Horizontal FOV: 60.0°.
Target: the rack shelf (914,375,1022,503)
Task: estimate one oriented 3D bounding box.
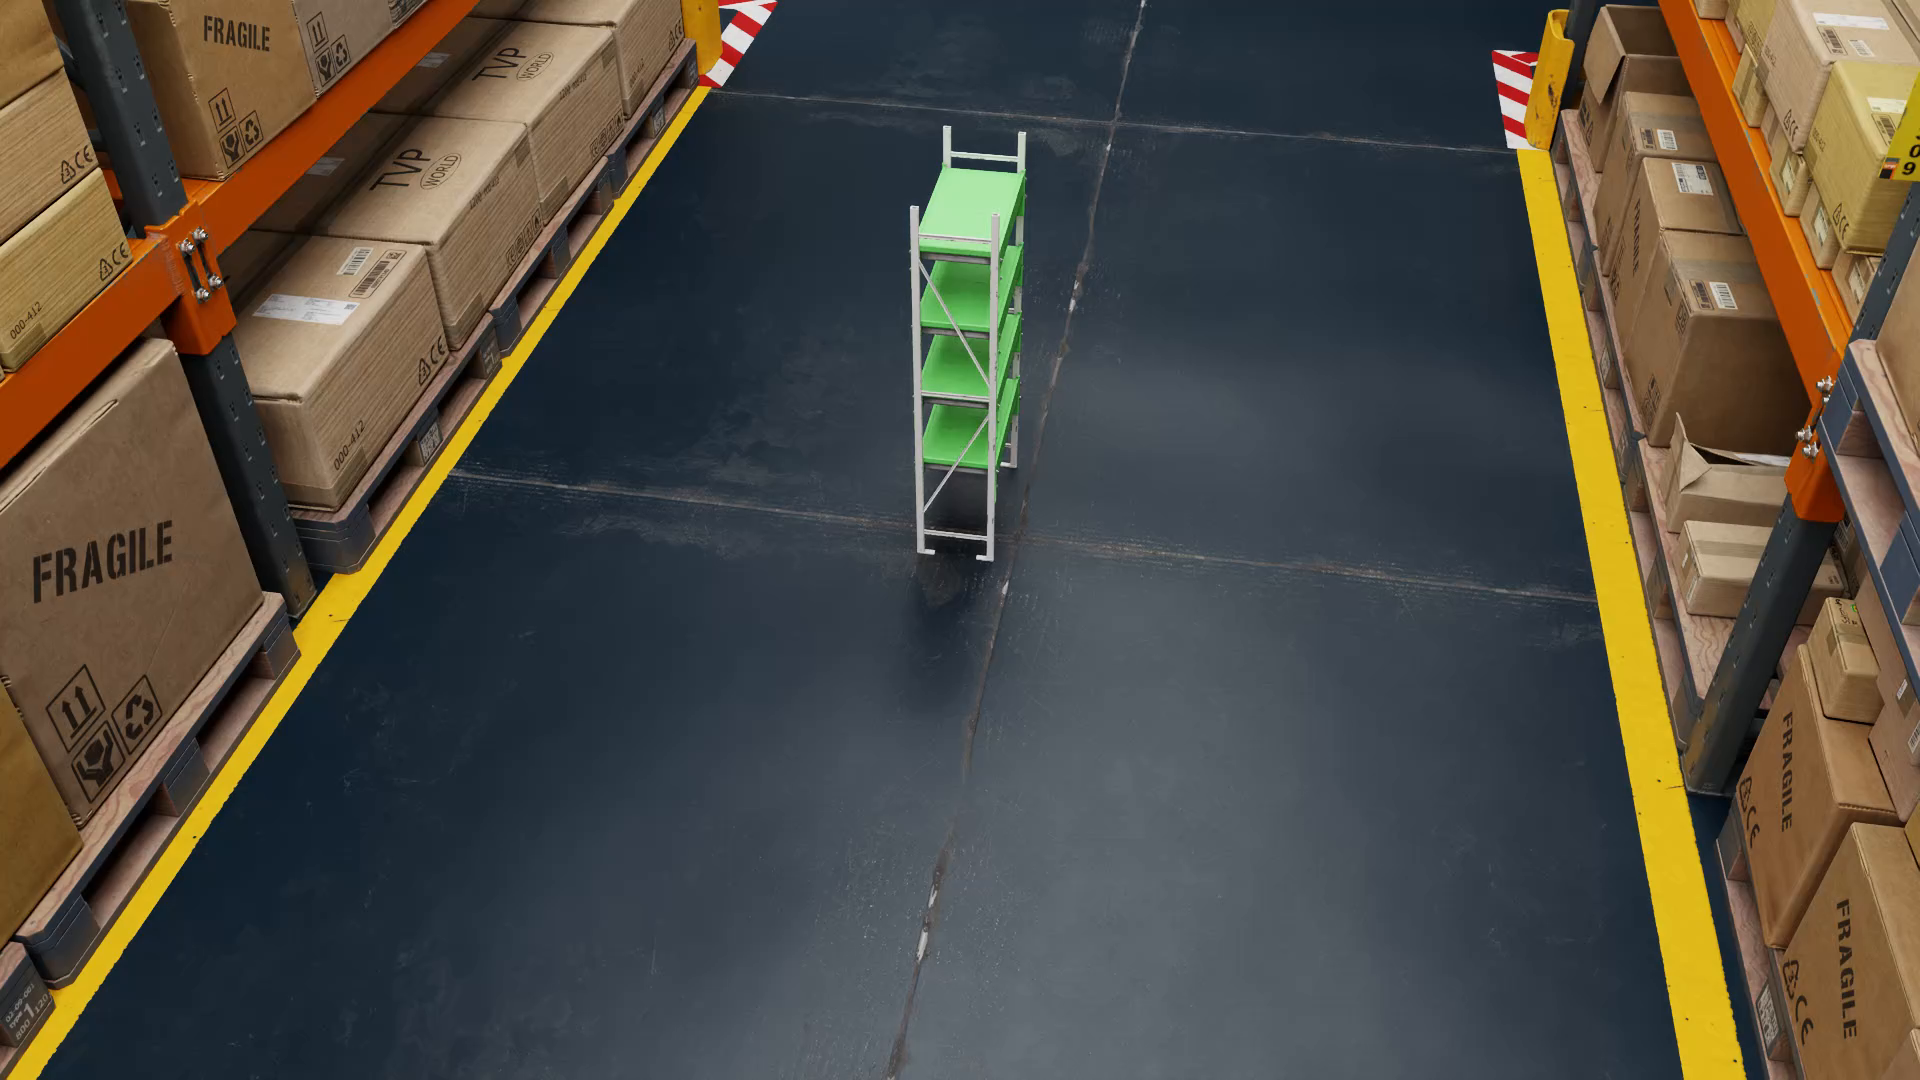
[{"bbox_3d":[0.029,-0.332,5.187,0.258,0.148,0.480,6,40,8],"label":"rack shelf"}]

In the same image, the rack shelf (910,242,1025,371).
[{"bbox_3d":[0.029,-0.702,4.881,0.258,0.148,0.480,6,40,8],"label":"rack shelf"}]

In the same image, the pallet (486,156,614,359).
[{"bbox_3d":[-2.034,-1.169,6.499,1.003,0.211,1.213,6,40,8],"label":"pallet"}]

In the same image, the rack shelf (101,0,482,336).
[{"bbox_3d":[-2.105,-1.985,5.862,1.077,0.370,4.000,6,40,8],"label":"rack shelf"}]

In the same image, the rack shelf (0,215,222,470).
[{"bbox_3d":[-2.798,0.525,2.826,1.077,0.370,4.000,6,40,8],"label":"rack shelf"}]

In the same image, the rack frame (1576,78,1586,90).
[{"bbox_3d":[3.127,-2.973,6.492,0.949,2.616,0.053,6,40,8],"label":"rack frame"}]

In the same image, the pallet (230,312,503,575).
[{"bbox_3d":[-2.243,-0.401,5.570,1.003,0.211,1.213,6,40,8],"label":"pallet"}]

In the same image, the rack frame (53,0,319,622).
[{"bbox_3d":[-2.452,-1.008,4.115,1.000,3.000,0.127,6,40,8],"label":"rack frame"}]

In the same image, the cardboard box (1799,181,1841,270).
[{"bbox_3d":[2.268,-0.759,4.012,0.380,0.149,0.250,7,40,9],"label":"cardboard box"}]

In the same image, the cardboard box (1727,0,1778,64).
[{"bbox_3d":[2.457,-1.493,4.587,0.500,0.250,0.500,6,40,7],"label":"cardboard box"}]

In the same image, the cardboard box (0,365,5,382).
[{"bbox_3d":[-2.370,-0.321,3.402,0.500,0.250,0.500,6,40,7],"label":"cardboard box"}]

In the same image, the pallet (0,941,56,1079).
[{"bbox_3d":[-2.720,1.328,3.479,1.003,0.211,1.213,6,40,8],"label":"pallet"}]

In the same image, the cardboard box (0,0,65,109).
[{"bbox_3d":[-2.282,-1.123,3.391,0.500,0.500,0.500,8,40,9],"label":"cardboard box"}]

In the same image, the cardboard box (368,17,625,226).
[{"bbox_3d":[-1.925,-1.692,6.623,0.875,0.438,0.875,7,40,9],"label":"cardboard box"}]

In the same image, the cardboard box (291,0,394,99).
[{"bbox_3d":[-2.021,-1.627,4.785,0.500,0.500,0.500,7,40,8],"label":"cardboard box"}]

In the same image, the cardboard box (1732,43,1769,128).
[{"bbox_3d":[2.378,-1.250,4.605,0.380,0.149,0.250,6,40,7],"label":"cardboard box"}]

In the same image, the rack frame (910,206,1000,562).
[{"bbox_3d":[-0.014,-0.413,4.808,0.240,1.200,0.015,6,40,8],"label":"rack frame"}]

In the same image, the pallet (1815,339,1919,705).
[{"bbox_3d":[2.192,0.101,2.925,1.003,0.211,1.213,6,40,8],"label":"pallet"}]

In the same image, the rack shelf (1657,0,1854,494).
[{"bbox_3d":[2.784,-1.440,5.203,1.077,0.370,4.000,6,40,8],"label":"rack shelf"}]

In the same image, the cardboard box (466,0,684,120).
[{"bbox_3d":[-1.775,-2.267,7.319,0.875,0.438,0.875,5,40,6],"label":"cardboard box"}]

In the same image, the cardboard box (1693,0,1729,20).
[{"bbox_3d":[2.506,-1.729,5.185,0.380,0.149,0.250,7,40,9],"label":"cardboard box"}]

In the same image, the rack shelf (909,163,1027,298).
[{"bbox_3d":[0.029,-0.887,4.728,0.258,0.148,0.480,6,40,8],"label":"rack shelf"}]

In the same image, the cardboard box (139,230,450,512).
[{"bbox_3d":[-2.237,-0.564,5.259,0.875,0.438,0.875,6,40,7],"label":"cardboard box"}]

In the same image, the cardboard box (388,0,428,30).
[{"bbox_3d":[-1.929,-1.938,5.162,0.500,0.500,0.500,7,40,8],"label":"cardboard box"}]

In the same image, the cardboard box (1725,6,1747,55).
[{"bbox_3d":[2.529,-1.560,4.980,0.380,0.149,0.250,6,40,8],"label":"cardboard box"}]

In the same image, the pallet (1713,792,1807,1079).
[{"bbox_3d":[2.334,1.127,3.722,1.003,0.211,1.213,6,40,8],"label":"pallet"}]

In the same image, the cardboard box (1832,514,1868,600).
[{"bbox_3d":[2.785,0.023,4.648,0.500,0.311,0.500,8,40,9],"label":"cardboard box"}]

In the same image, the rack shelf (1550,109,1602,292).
[{"bbox_3d":[-12.545,-0.712,3.915,30.696,2.800,11.642,6,40,8],"label":"rack shelf"}]

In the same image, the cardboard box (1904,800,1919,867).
[{"bbox_3d":[2.109,0.629,3.258,0.380,0.149,0.250,4,40,5],"label":"cardboard box"}]

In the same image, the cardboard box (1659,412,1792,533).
[{"bbox_3d":[2.307,-0.177,4.926,0.396,0.266,0.258,8,40,9],"label":"cardboard box"}]

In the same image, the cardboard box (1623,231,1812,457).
[{"bbox_3d":[2.565,-0.614,5.271,0.700,0.500,0.500,5,40,6],"label":"cardboard box"}]

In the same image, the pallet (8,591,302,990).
[{"bbox_3d":[-2.511,0.560,4.407,1.003,0.211,1.213,6,40,8],"label":"pallet"}]

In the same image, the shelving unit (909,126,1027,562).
[{"bbox_3d":[0.029,-0.566,4.993,0.258,1.200,0.503,6,40,8],"label":"shelving unit"}]

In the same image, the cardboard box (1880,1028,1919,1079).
[{"bbox_3d":[1.959,1.266,2.997,0.500,0.500,0.500,5,40,6],"label":"cardboard box"}]

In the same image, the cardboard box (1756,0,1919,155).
[{"bbox_3d":[2.358,-1.182,4.210,0.500,0.250,0.500,7,40,8],"label":"cardboard box"}]

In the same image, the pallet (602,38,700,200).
[{"bbox_3d":[-1.821,-1.933,7.422,1.003,0.211,1.213,6,40,8],"label":"pallet"}]

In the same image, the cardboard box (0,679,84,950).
[{"bbox_3d":[-2.629,0.615,3.490,0.875,0.875,0.875,7,40,9],"label":"cardboard box"}]

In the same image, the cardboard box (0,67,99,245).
[{"bbox_3d":[-2.288,-0.839,3.636,0.500,0.250,0.500,6,40,8],"label":"cardboard box"}]

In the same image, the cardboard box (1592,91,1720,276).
[{"bbox_3d":[2.745,-1.266,6.059,0.700,0.500,0.500,8,40,9],"label":"cardboard box"}]

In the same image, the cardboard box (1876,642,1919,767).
[{"bbox_3d":[2.116,0.339,3.376,0.380,0.149,0.250,5,40,6],"label":"cardboard box"}]

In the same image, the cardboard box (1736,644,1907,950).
[{"bbox_3d":[2.133,0.618,3.781,0.500,0.500,0.500,8,40,10],"label":"cardboard box"}]

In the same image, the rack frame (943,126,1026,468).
[{"bbox_3d":[0.071,-0.719,5.179,0.240,1.200,0.015,6,40,8],"label":"rack frame"}]

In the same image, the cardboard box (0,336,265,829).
[{"bbox_3d":[-2.480,0.047,4.176,0.875,0.875,0.875,8,40,9],"label":"cardboard box"}]

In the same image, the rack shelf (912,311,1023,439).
[{"bbox_3d":[0.029,-0.517,5.034,0.258,0.148,0.480,6,40,8],"label":"rack shelf"}]

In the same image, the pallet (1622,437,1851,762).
[{"bbox_3d":[2.558,0.181,4.865,1.003,0.211,1.213,6,40,8],"label":"pallet"}]

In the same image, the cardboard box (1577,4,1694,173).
[{"bbox_3d":[2.931,-1.799,6.702,0.797,0.503,0.637,5,40,6],"label":"cardboard box"}]

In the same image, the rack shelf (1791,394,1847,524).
[{"bbox_3d":[2.092,1.070,2.166,1.077,0.370,4.000,6,40,8],"label":"rack shelf"}]

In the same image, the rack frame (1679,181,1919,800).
[{"bbox_3d":[2.438,-0.463,3.455,1.000,3.000,0.127,6,40,8],"label":"rack frame"}]
